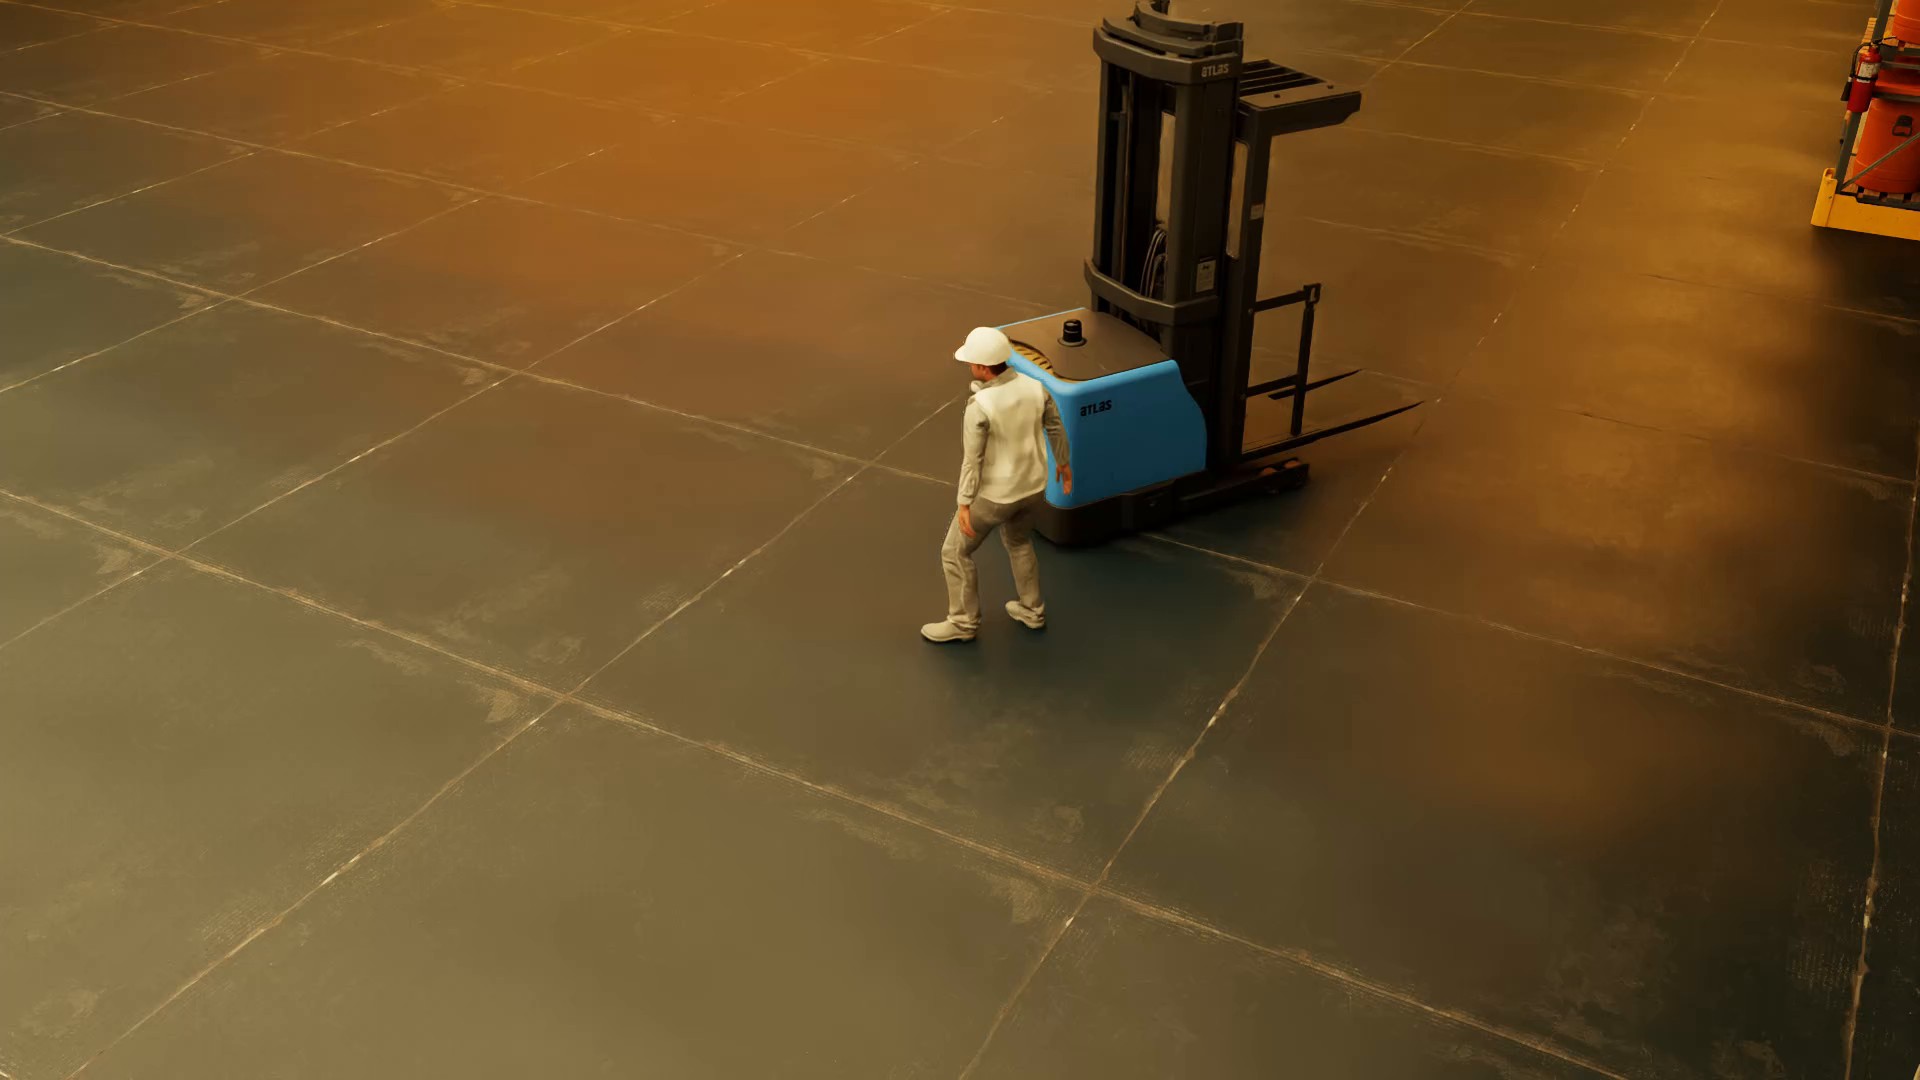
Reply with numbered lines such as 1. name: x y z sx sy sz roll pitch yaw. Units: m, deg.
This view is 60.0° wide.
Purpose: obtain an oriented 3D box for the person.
1. person: 0.200 -0.295 8.793 0.856 1.745 0.464 -22 36 -32

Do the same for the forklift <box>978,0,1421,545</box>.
1. forklift: 1.627 -1.769 10.135 3.031 2.935 1.130 -16 34 -26
